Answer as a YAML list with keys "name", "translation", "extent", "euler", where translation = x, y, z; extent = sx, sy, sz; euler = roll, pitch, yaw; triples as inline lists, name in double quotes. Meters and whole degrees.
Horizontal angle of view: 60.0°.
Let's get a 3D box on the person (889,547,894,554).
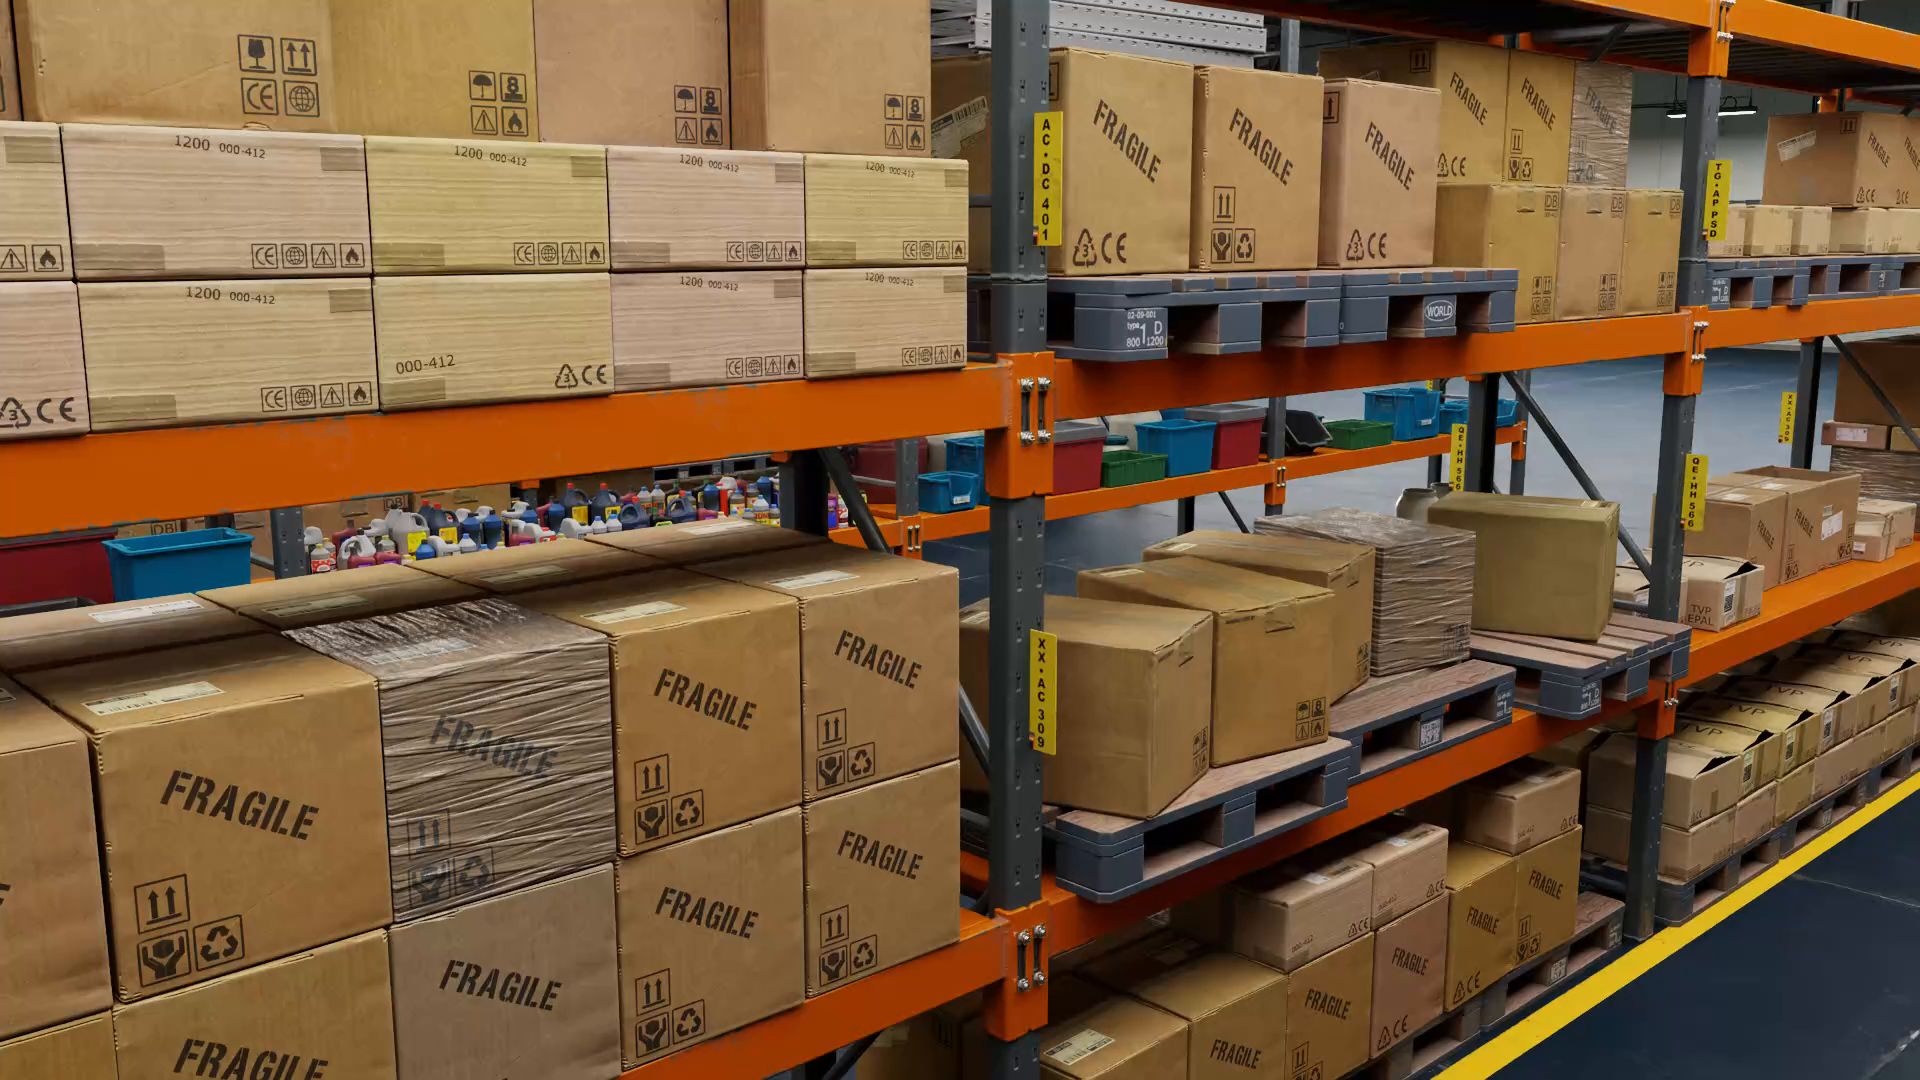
- name: "person"
  translation: [-0.729, -0.277, 13.918]
  extent: [0.532, 1.786, 0.360]
  euler: [-9, 14, -41]
